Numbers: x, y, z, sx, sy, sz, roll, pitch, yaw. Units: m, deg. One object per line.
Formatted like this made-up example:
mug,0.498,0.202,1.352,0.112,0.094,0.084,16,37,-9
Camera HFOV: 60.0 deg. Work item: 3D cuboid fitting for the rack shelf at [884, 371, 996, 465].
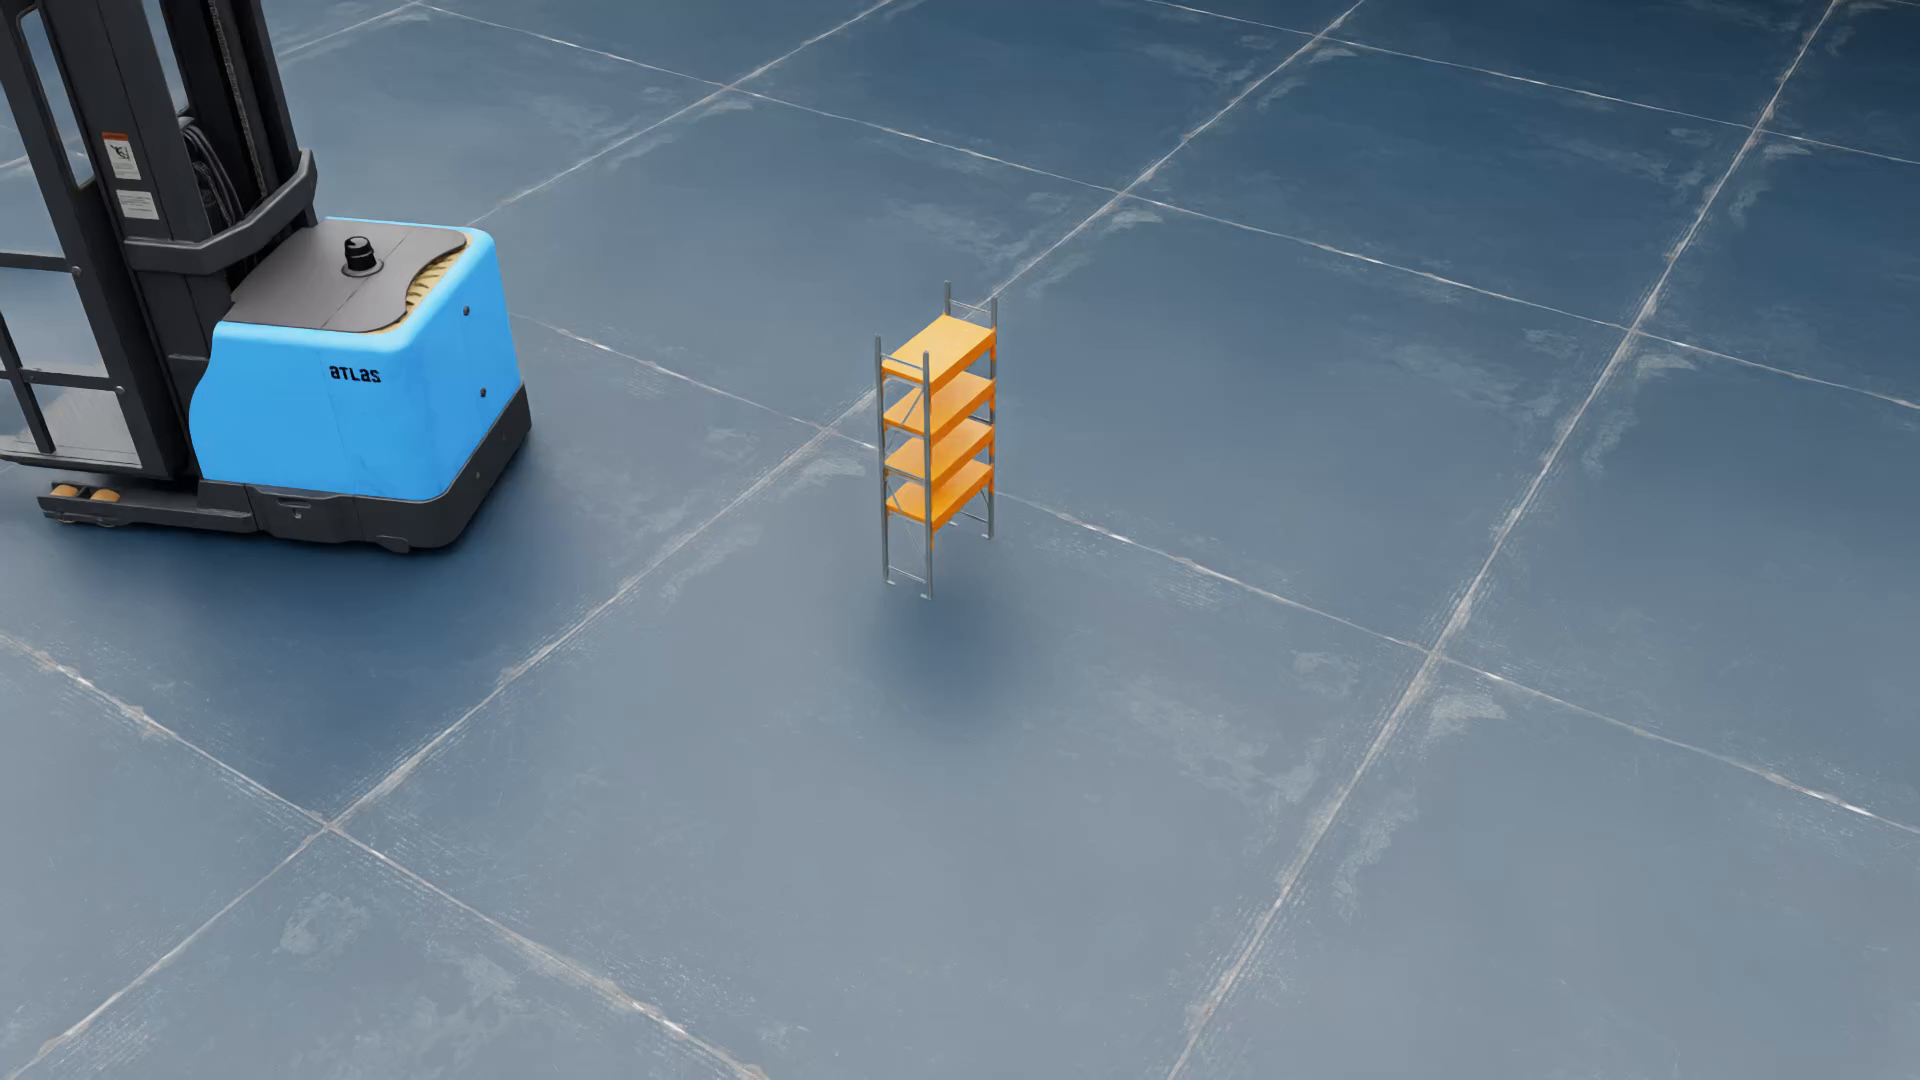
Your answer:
rack shelf,-0.089,-0.514,6.677,0.258,0.148,0.480,21,42,25

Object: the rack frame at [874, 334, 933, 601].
rack frame,-0.219,-0.264,6.610,0.240,1.200,0.015,21,42,25

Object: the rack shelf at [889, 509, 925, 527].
rack shelf,-0.089,-0.202,6.918,0.199,0.029,0.442,21,42,25

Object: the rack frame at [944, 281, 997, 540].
rack frame,0.042,-0.516,6.936,0.240,1.200,0.015,21,42,25

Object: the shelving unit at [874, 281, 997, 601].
shelving unit,-0.089,-0.390,6.773,0.258,1.200,0.503,21,42,25

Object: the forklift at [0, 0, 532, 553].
forklift,-3.580,-1.528,6.832,3.031,2.935,1.130,6,38,8

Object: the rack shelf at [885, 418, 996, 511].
rack shelf,-0.089,-0.337,6.814,0.258,0.148,0.480,21,42,25

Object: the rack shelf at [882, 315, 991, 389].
rack shelf,-0.089,-0.732,6.509,0.221,0.050,0.457,21,42,25
